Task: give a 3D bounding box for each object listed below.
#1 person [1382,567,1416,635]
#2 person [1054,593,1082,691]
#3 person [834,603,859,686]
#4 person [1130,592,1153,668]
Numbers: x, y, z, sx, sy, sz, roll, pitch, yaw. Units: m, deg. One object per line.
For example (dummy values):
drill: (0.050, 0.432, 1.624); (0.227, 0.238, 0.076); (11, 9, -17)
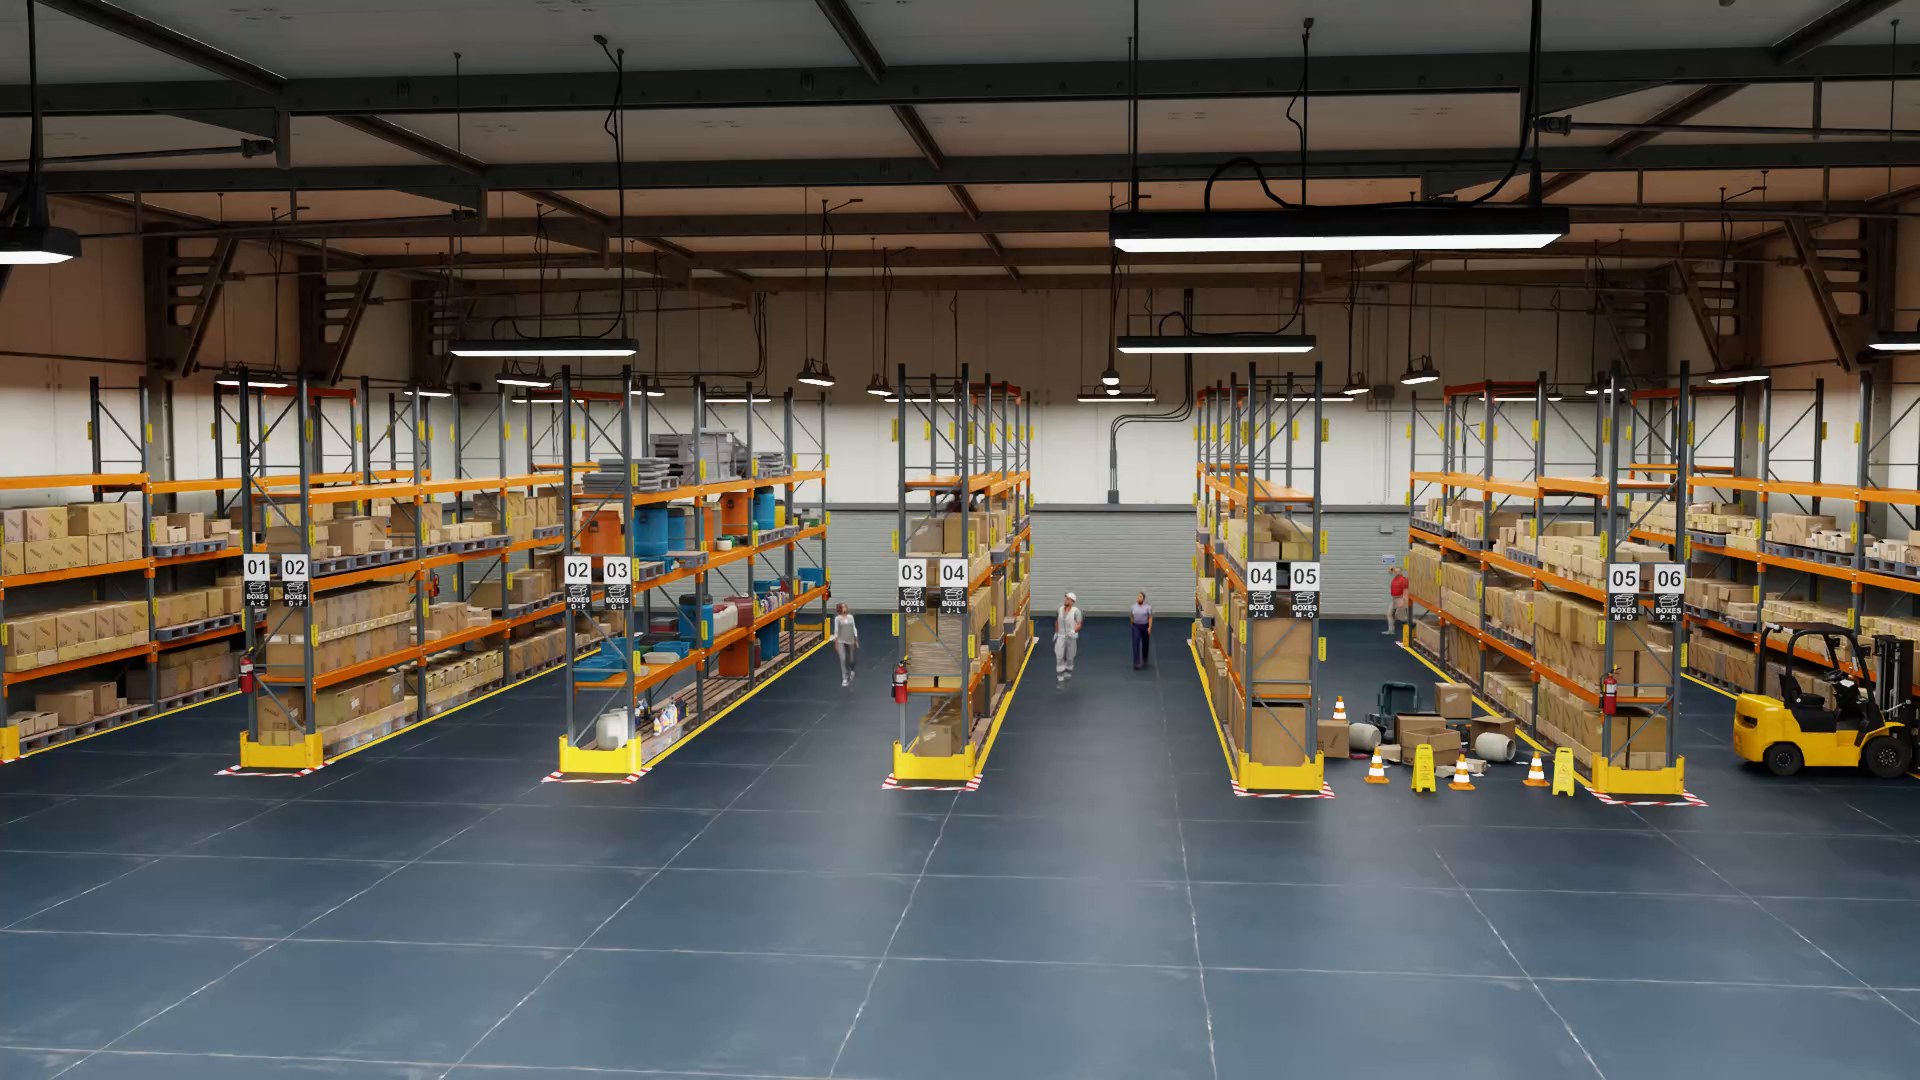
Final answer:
person: (10.904, 1.503, 41.145); (0.876, 1.682, 0.578); (0, 4, -2)
person: (2.034, 1.899, 31.457); (0.566, 1.804, 0.889); (1, 4, 8)
person: (-2.145, 1.950, 31.435); (0.464, 1.538, 0.703); (0, 4, -2)
person: (3.890, 1.914, 35.645); (0.477, 1.594, 0.988); (0, 4, 5)
